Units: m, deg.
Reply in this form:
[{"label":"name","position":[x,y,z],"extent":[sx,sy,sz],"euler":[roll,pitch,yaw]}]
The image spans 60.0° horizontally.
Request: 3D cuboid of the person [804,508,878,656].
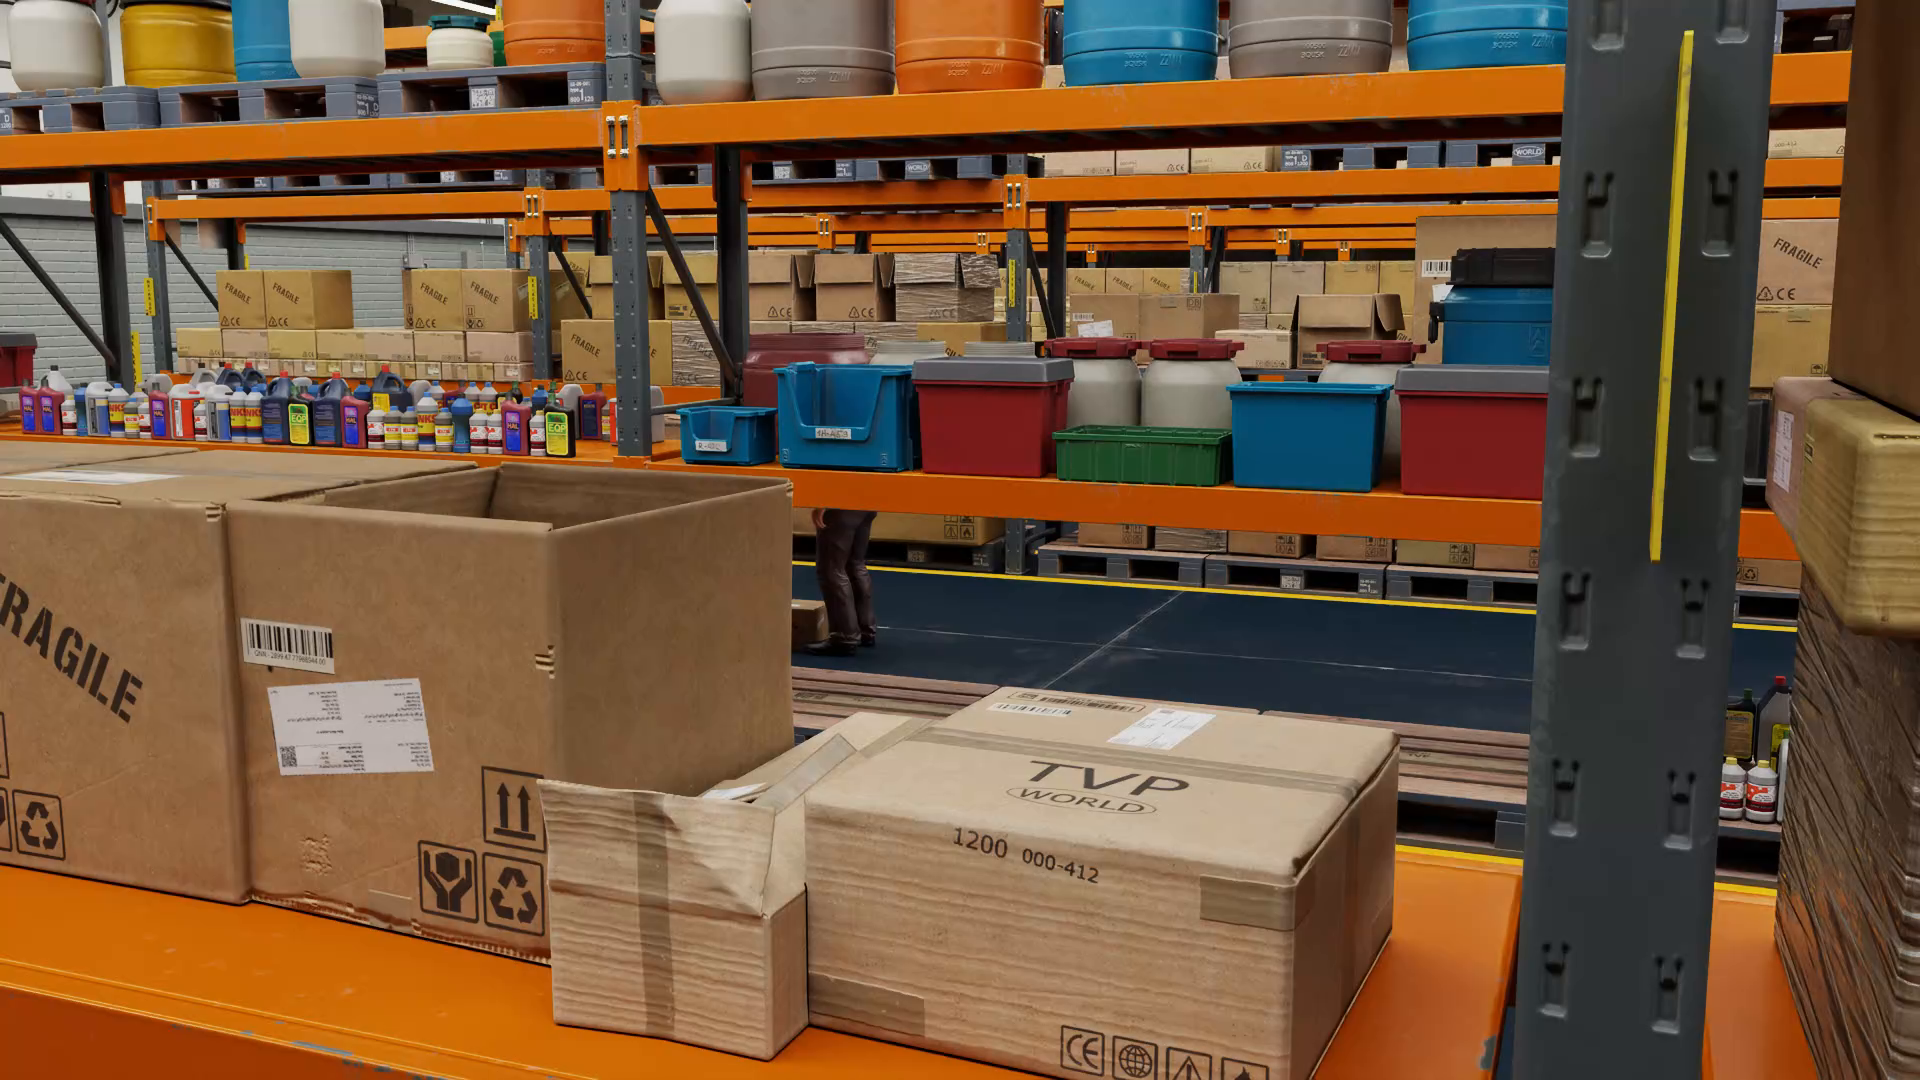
[{"label":"person","position":[-0.636,-0.220,9.378],"extent":[0.414,1.721,0.580],"euler":[3,9,21]}]
